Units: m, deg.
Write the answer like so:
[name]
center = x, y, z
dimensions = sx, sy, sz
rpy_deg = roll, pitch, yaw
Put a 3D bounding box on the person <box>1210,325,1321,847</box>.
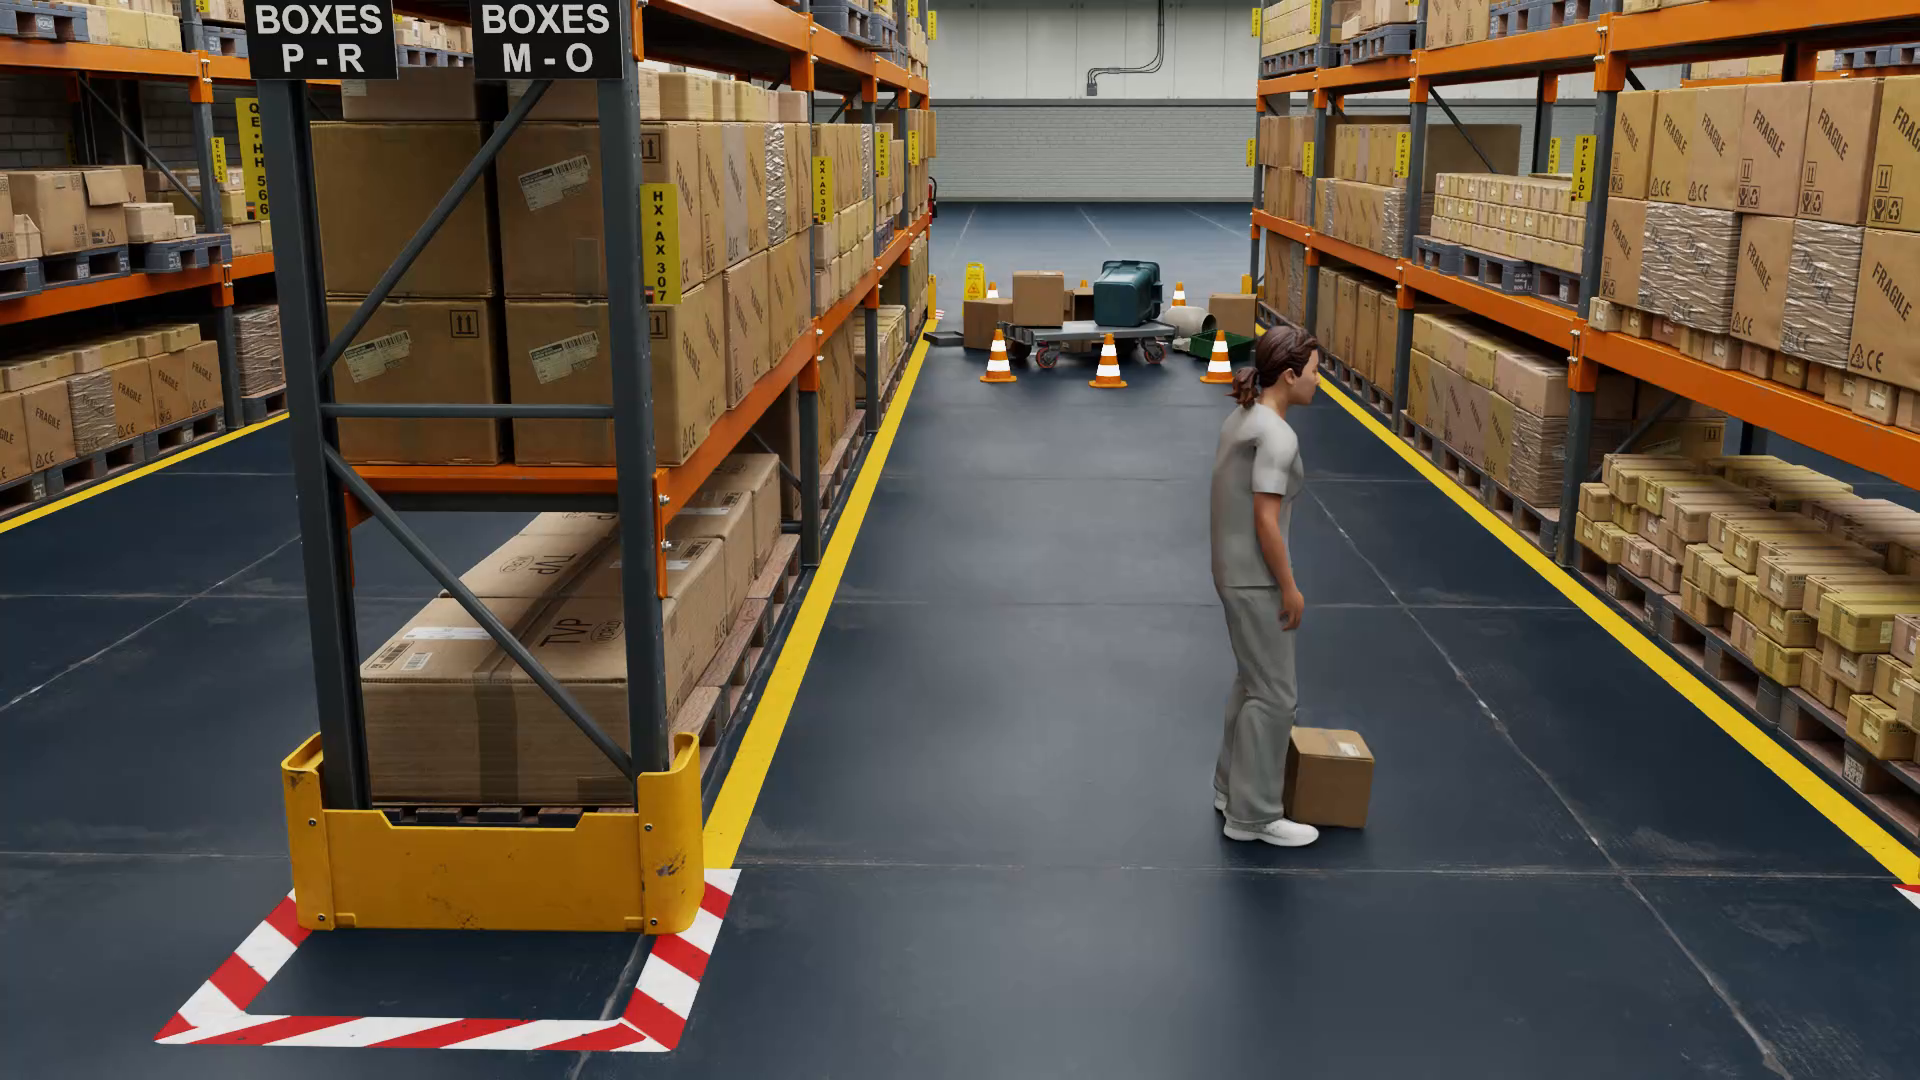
[person]
center = 1.001, 0.137, 5.450
dimensions = 0.367, 1.673, 0.485
rpy_deg = 0, 14, 0
